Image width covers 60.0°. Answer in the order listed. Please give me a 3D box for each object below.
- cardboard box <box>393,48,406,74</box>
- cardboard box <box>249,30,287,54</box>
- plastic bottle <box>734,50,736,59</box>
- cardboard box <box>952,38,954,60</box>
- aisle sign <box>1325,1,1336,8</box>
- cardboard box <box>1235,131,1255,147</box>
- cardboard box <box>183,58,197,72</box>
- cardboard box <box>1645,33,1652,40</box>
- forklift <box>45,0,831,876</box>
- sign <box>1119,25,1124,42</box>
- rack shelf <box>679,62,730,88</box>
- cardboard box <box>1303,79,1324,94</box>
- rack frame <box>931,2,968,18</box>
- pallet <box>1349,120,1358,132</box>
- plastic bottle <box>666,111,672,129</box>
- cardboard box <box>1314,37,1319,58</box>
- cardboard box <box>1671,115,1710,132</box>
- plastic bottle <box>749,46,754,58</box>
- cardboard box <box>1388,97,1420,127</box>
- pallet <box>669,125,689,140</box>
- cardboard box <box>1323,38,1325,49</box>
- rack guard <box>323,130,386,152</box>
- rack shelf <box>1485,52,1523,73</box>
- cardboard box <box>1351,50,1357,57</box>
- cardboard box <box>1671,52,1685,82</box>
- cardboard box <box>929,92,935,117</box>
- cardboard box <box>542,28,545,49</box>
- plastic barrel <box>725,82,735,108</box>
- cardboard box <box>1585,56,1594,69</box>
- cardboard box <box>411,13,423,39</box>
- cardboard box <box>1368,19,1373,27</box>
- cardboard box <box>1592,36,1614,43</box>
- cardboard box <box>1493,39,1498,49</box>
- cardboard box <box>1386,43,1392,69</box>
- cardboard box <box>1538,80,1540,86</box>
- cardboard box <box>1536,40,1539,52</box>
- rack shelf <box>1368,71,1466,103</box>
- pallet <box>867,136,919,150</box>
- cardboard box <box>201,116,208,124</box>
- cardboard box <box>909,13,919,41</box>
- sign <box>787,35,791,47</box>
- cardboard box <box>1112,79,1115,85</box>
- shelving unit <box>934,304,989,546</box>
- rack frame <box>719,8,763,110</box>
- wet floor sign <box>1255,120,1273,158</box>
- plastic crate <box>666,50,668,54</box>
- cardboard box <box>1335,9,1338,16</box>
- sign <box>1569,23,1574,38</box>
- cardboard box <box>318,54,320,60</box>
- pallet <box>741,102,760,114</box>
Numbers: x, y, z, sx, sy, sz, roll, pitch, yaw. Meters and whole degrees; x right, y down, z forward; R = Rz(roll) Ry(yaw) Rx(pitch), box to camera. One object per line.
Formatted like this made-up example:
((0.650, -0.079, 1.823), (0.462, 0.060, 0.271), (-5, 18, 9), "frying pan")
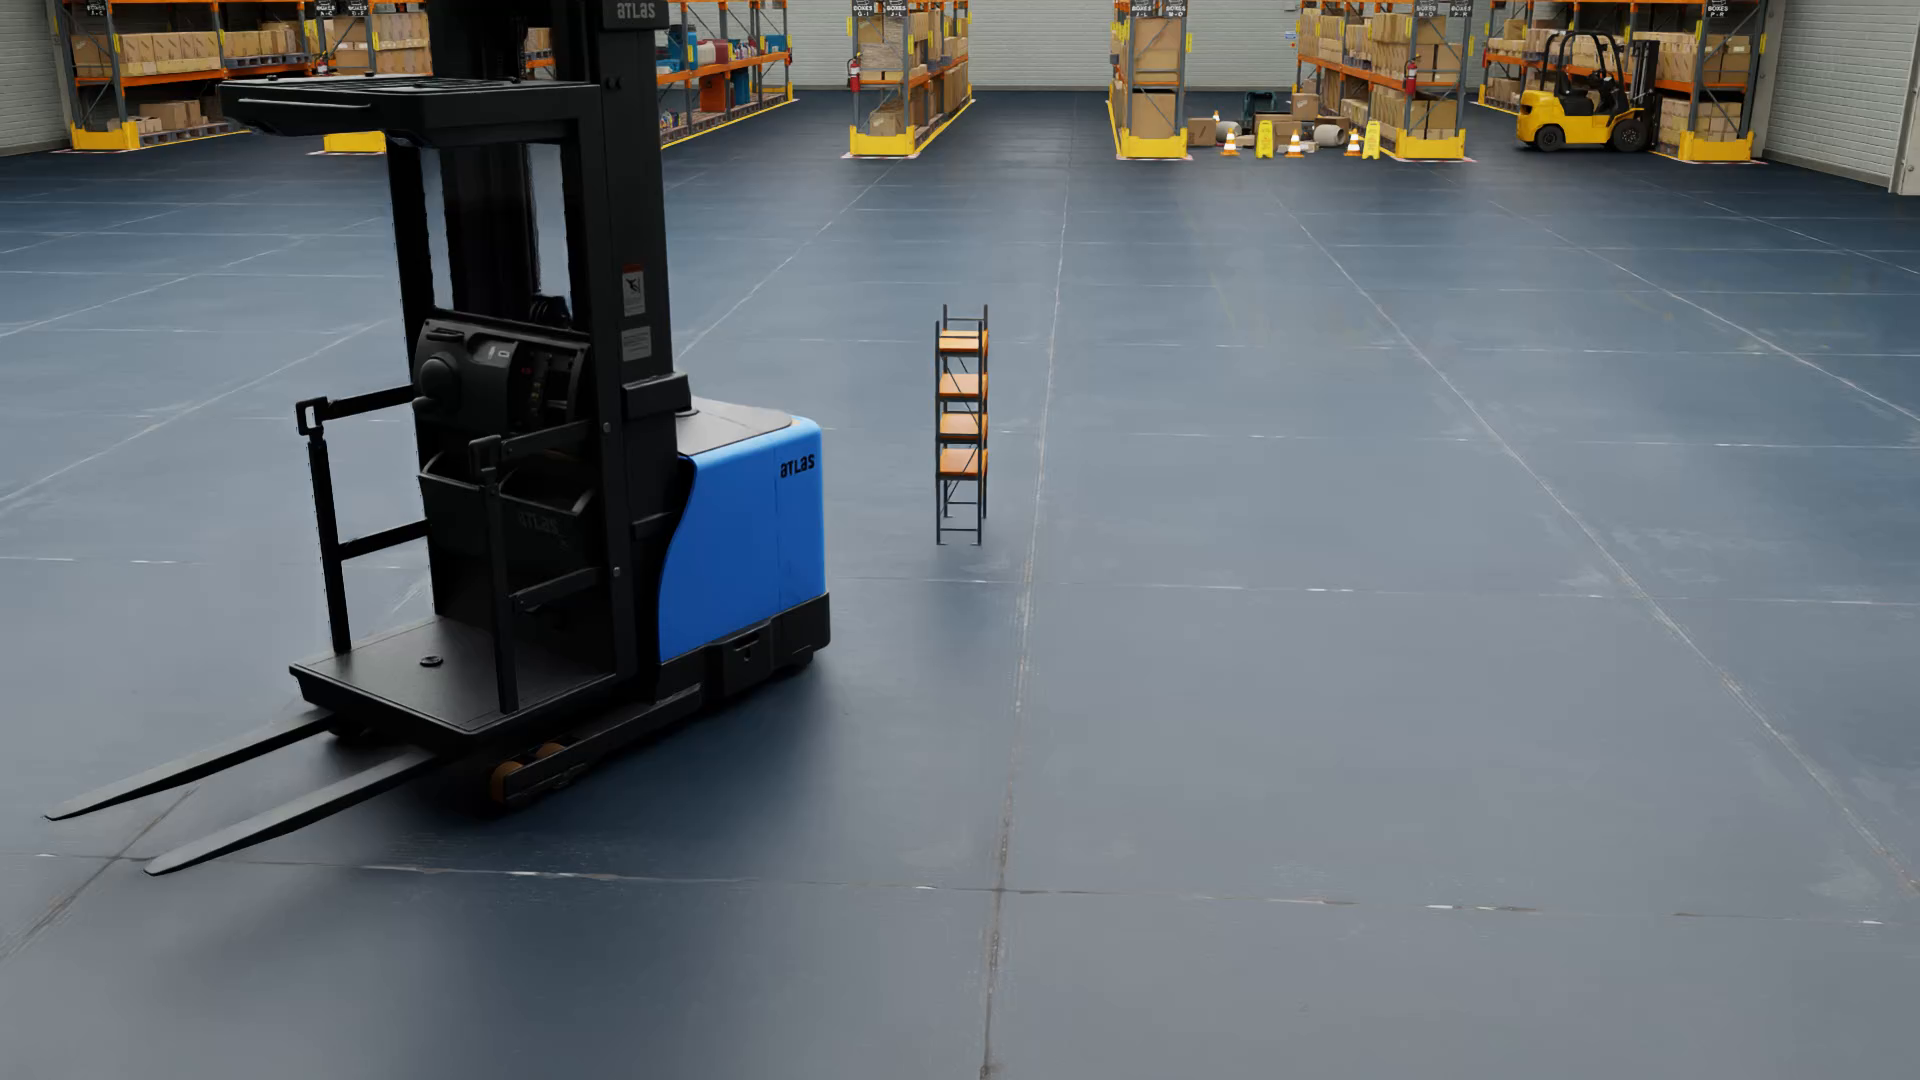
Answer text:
((-11.193, -9.259, 32.201), (0.700, 0.500, 0.500), (1, 18, 4), "cardboard box")
((-15.718, -11.279, 37.662), (0.700, 0.500, 0.500), (0, 18, -1), "cardboard box")
((-5.351, -11.480, 39.349), (0.097, 0.271, 0.097), (0, 18, 0), "plastic bottle")
((-0.407, -11.834, 40.061), (0.500, 0.500, 0.500), (1, 18, 3), "cardboard box")
((9.913, -14.526, 44.261), (0.394, 0.787, 0.004), (1, 18, 4), "aisle sign")
((5.508, -7.753, 32.157), (0.396, 0.266, 0.258), (4, 19, 13), "cardboard box")
((-15.764, -9.574, 33.533), (0.500, 0.250, 0.500), (1, 18, 4), "cardboard box")
((13.312, -9.603, 31.732), (0.380, 0.149, 0.250), (2, 18, 5), "cardboard box")
((-1.844, -0.599, 6.043), (1.130, 2.935, 3.031), (13, 22, 34), "forklift")
((3.252, -10.149, 33.346), (0.100, 0.325, 0.005), (1, 18, 4), "sign")
((-5.943, -10.159, 36.265), (1.077, 0.370, 4.000), (1, 18, 4), "rack shelf")
((9.651, -12.050, 44.320), (0.875, 0.438, 0.875), (1, 18, 2), "cardboard box")
((-0.286, -13.496, 45.294), (1.000, 3.000, 0.127), (1, 18, 4), "rack frame")
((8.877, -8.845, 35.576), (1.003, 0.211, 1.213), (1, 18, 4), "pallet")
((-5.882, -8.464, 33.483), (0.144, 0.351, 0.185), (1, 18, 4), "plastic bottle")
((9.090, -12.230, 41.269), (0.500, 0.500, 0.500), (1, 18, 4), "cardboard box")
((13.126, -7.485, 29.886), (0.500, 0.250, 0.500), (1, 18, 3), "cardboard box")
((-5.219, -12.176, 41.464), (0.152, 0.276, 0.135), (1, 18, 4), "plastic bottle")
((8.283, -7.972, 30.971), (0.500, 0.500, 0.500), (2, 18, 6), "cardboard box")
((-6.176, -8.347, 34.058), (1.003, 0.211, 1.213), (1, 18, 4), "pallet")
((8.990, -11.906, 39.879), (0.500, 0.250, 0.500), (2, 18, 5), "cardboard box")
((-11.315, -7.554, 31.173), (1.175, 0.500, 0.348), (1, 18, 4), "rack guard")
((14.406, -12.202, 42.501), (1.077, 0.370, 4.000), (1, 18, 4), "rack shelf")
((8.657, -10.518, 35.933), (0.380, 0.149, 0.250), (1, 18, 4), "cardboard box")
((13.222, -8.563, 30.079), (0.500, 0.500, 0.500), (2, 18, 6), "cardboard box")
((-0.915, -9.652, 36.869), (0.700, 0.500, 0.500), (0, 18, -1), "cardboard box")
((-10.696, -12.366, 41.010), (0.700, 0.500, 0.500), (4, 19, 13), "cardboard box")
((-5.701, -10.679, 39.894), (0.600, 0.588, 0.708), (1, 18, 4), "plastic barrel")
((13.630, -10.161, 35.356), (0.500, 0.250, 0.500), (1, 18, 2), "cardboard box")
((-11.124, -10.205, 33.006), (0.700, 0.500, 0.500), (1, 18, 4), "cardboard box")
((8.582, -10.607, 34.123), (0.380, 0.149, 0.250), (1, 18, 2), "cardboard box")
((13.655, -10.620, 35.316), (0.380, 0.149, 0.250), (1, 18, 5), "cardboard box")
((14.212, -12.944, 43.372), (0.500, 0.250, 0.500), (1, 18, 5), "cardboard box")
((8.351, -9.137, 31.352), (0.500, 0.500, 0.500), (1, 18, 5), "cardboard box")
((14.016, -10.884, 39.621), (0.380, 0.149, 0.250), (1, 18, 3), "cardboard box")
((13.781, -11.636, 39.158), (0.396, 0.266, 0.258), (2, 18, 7), "cardboard box")
((8.595, -8.585, 31.461), (1.077, 0.370, 4.000), (1, 18, 4), "rack shelf")
((-1.334, -7.477, 31.402), (1.003, 0.211, 1.213), (1, 18, 4), "pallet")
((-15.976, -8.797, 34.796), (0.380, 0.166, 0.250), (-1, 18, -3), "cardboard box")
((-1.044, -9.666, 31.361), (0.500, 0.500, 0.500), (1, 18, 4), "cardboard box")
((-4.676, -13.677, 45.584), (0.100, 0.325, 0.005), (1, 18, 4), "sign")
((4.232, -12.163, 44.173), (0.380, 0.149, 0.250), (1, 18, 4), "cardboard box")
((0.012, -0.622, 8.893), (0.258, 1.200, 0.503), (1, 18, 4), "shelving unit")
((-5.513, -12.364, 41.840), (1.000, 3.000, 0.127), (1, 18, 4), "rack frame")
((5.480, -7.213, 29.899), (0.267, 0.644, 0.232), (-2, 18, -6), "wet floor sign")
((-6.318, -10.222, 35.326), (0.392, 0.384, 0.575), (1, 18, 4), "plastic crate")
((9.144, -13.046, 41.111), (0.380, 0.149, 0.250), (2, 18, 5), "cardboard box")
((13.434, -11.202, 36.561), (0.100, 0.325, 0.005), (1, 18, 4), "sign")
((-15.296, -11.489, 39.540), (0.380, 0.149, 0.250), (2, 18, 6), "cardboard box")
((-5.610, -10.801, 41.546), (1.003, 0.211, 1.213), (1, 18, 4), "pallet")
